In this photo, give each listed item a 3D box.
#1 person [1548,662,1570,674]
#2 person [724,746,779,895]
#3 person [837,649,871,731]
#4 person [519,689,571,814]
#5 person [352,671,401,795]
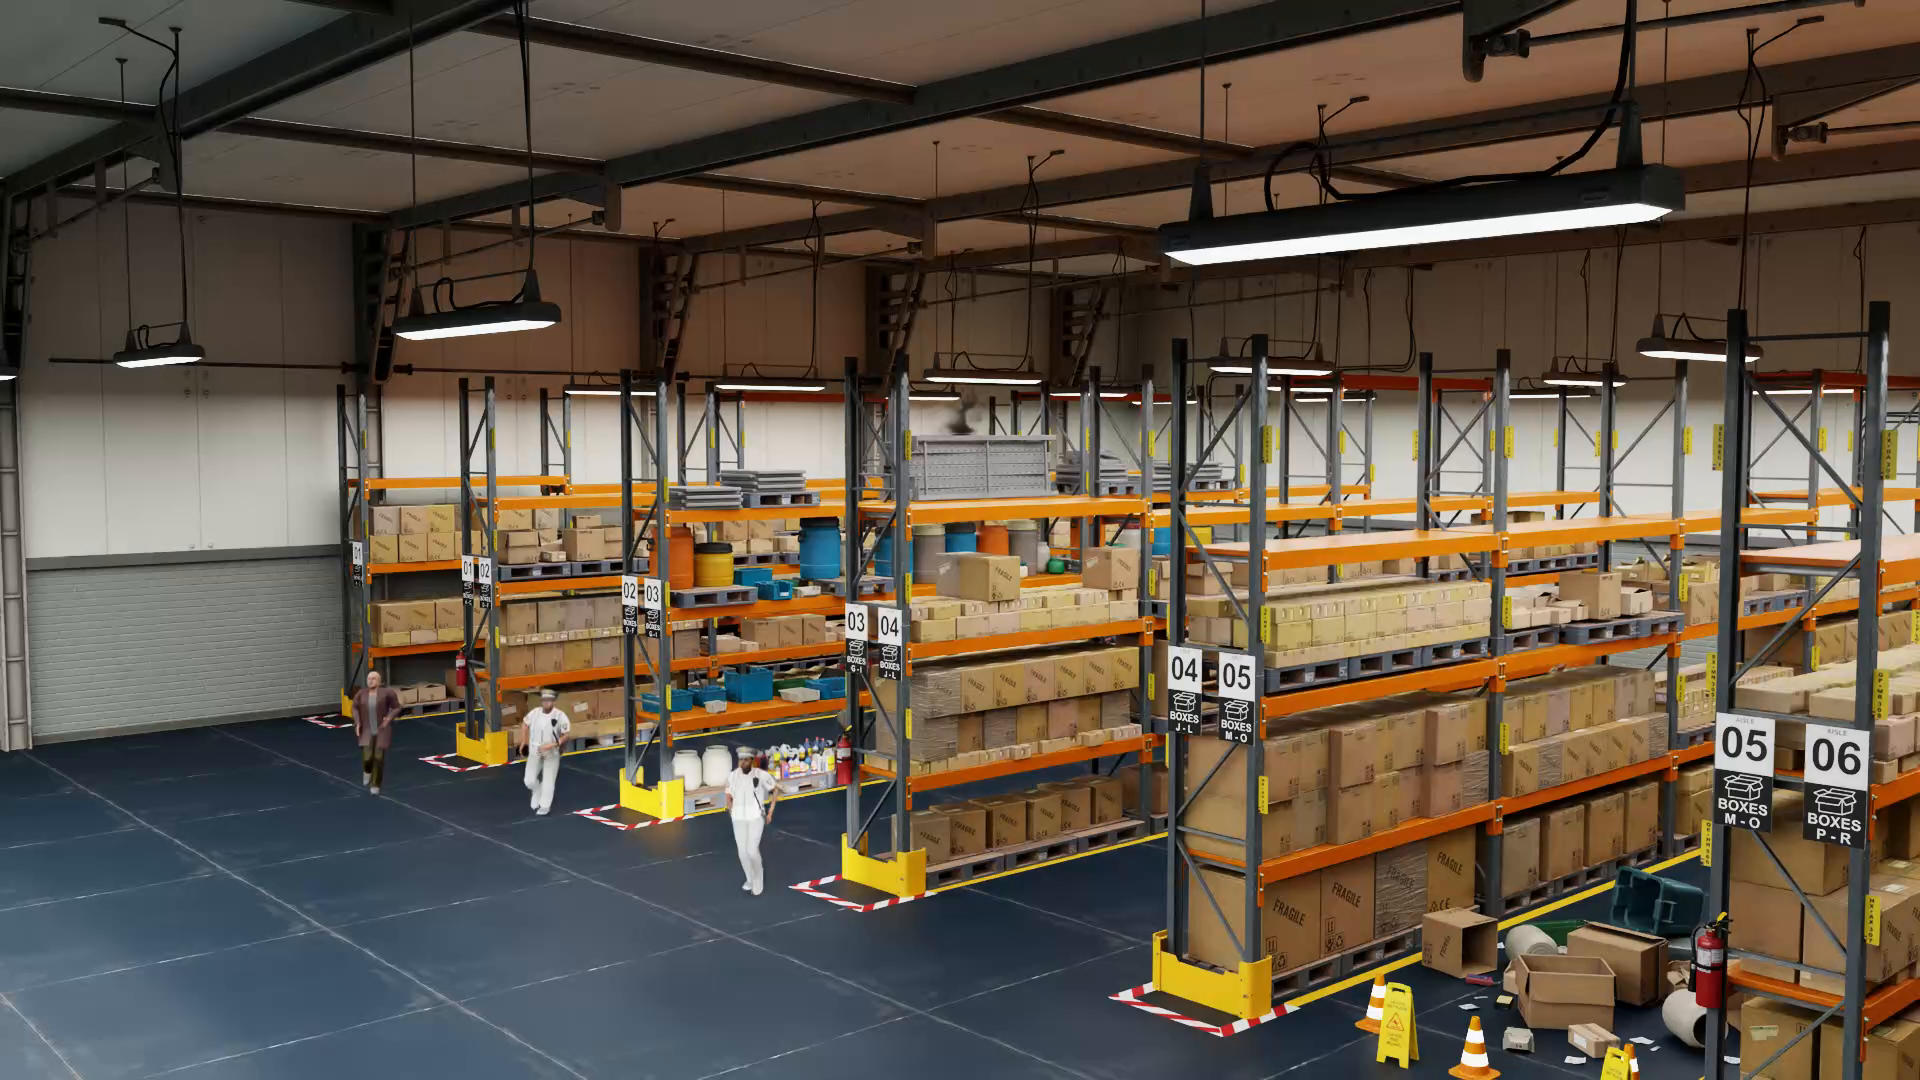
[{"bbox_3d":[9.349,2.594,25.825,0.799,1.770,0.680,-3,5,-41],"label":"person"},{"bbox_3d":[-2.345,3.113,18.470,0.580,1.678,0.667,1,4,11],"label":"person"},{"bbox_3d":[-1.799,2.563,26.572,0.648,1.691,0.646,-3,5,-42],"label":"person"},{"bbox_3d":[-5.565,2.838,22.252,0.696,1.711,0.546,0,4,-1],"label":"person"},{"bbox_3d":[-8.332,2.742,23.720,0.700,1.748,0.673,-1,4,-10],"label":"person"}]
